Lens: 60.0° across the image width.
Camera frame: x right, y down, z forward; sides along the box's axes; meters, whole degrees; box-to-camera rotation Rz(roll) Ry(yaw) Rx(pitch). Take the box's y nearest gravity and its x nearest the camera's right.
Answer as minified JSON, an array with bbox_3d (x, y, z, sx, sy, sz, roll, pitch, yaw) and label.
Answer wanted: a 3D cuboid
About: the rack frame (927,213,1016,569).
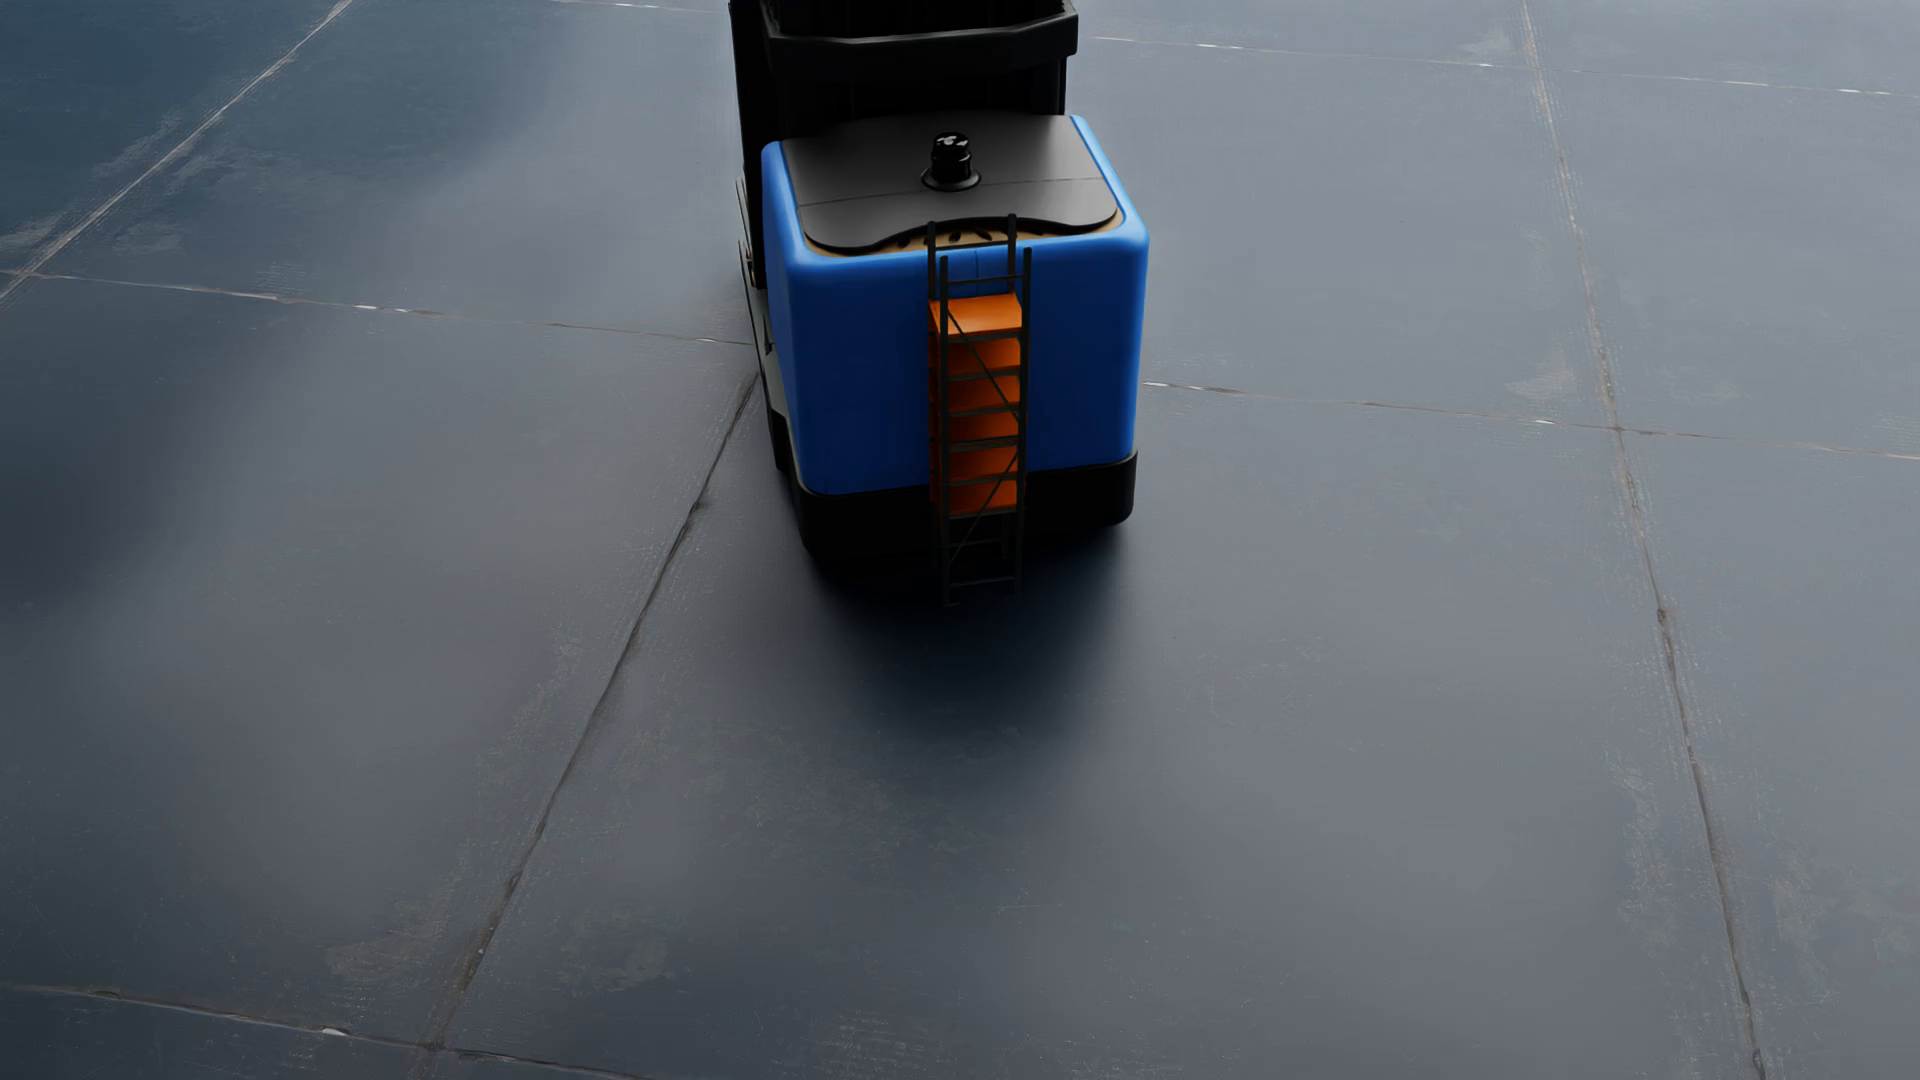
[{"bbox_3d":[0.031,-0.390,4.780,0.240,1.200,0.006,-7,40,-8],"label":"rack frame"}]

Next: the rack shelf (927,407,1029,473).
[{"bbox_3d":[0.049,-0.298,4.739,0.258,0.103,0.180,-7,40,-8],"label":"rack shelf"}]

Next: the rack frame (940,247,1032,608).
[{"bbox_3d":[0.066,-0.275,4.641,0.240,1.200,0.006,-7,40,-8],"label":"rack frame"}]

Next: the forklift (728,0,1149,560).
[{"bbox_3d":[-0.237,-2.012,5.384,1.130,2.935,3.031,-7,40,-8],"label":"forklift"}]

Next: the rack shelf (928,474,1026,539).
[{"bbox_3d":[0.049,-0.113,4.892,0.258,0.103,0.180,-7,40,-8],"label":"rack shelf"}]

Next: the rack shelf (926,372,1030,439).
[{"bbox_3d":[0.049,-0.391,4.662,0.258,0.103,0.180,-7,40,-8],"label":"rack shelf"}]

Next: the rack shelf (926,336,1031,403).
[{"bbox_3d":[0.049,-0.483,4.586,0.258,0.103,0.180,-7,40,-8],"label":"rack shelf"}]

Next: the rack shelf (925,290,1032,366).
[{"bbox_3d":[0.049,-0.576,4.510,0.258,0.103,0.180,-7,40,-8],"label":"rack shelf"}]

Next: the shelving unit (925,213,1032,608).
[{"bbox_3d":[0.049,-0.333,4.711,0.258,1.200,0.189,-7,40,-8],"label":"shelving unit"}]

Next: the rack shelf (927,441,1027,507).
[{"bbox_3d":[0.049,-0.206,4.815,0.258,0.103,0.180,-7,40,-8],"label":"rack shelf"}]
